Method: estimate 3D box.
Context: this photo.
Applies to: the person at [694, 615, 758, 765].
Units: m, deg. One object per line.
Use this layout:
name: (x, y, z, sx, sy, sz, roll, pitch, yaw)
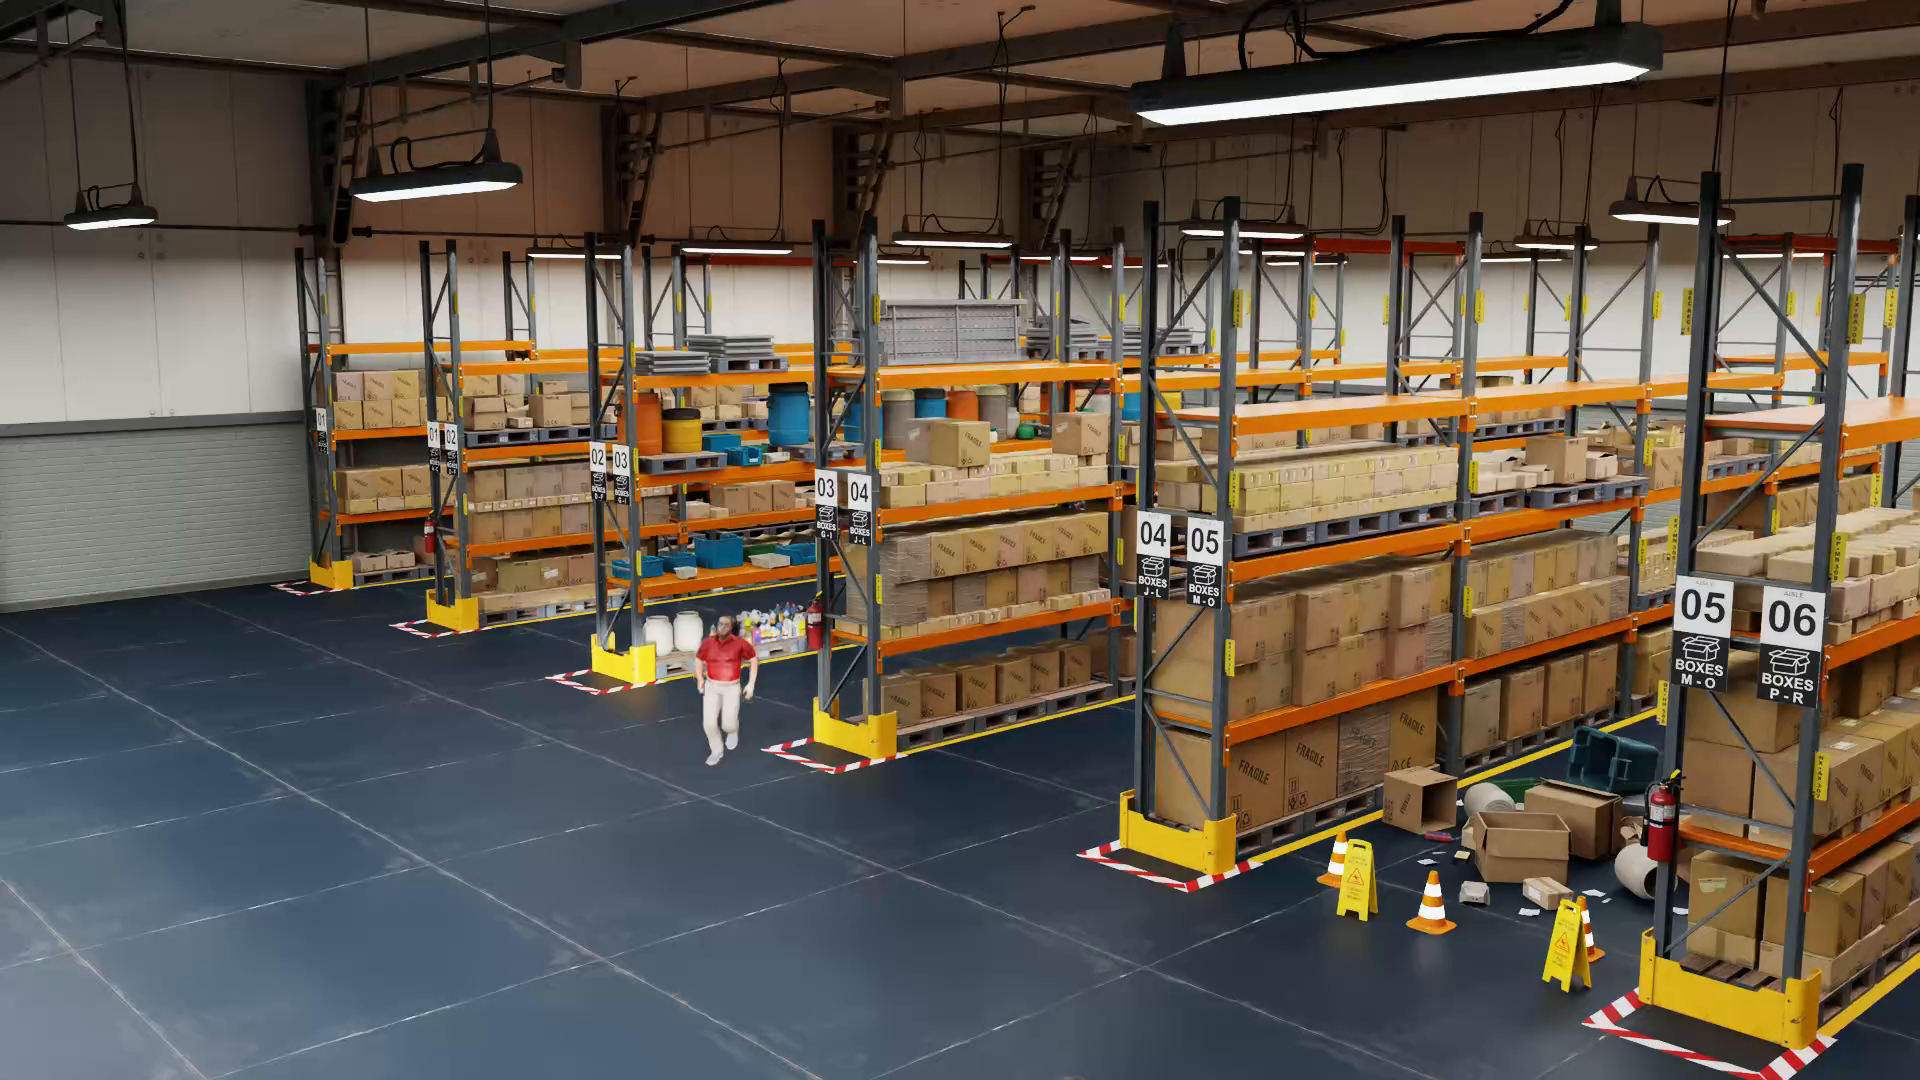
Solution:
person: (-2.611, 1.648, 18.503, 0.712, 1.667, 0.596, 1, 8, 6)
